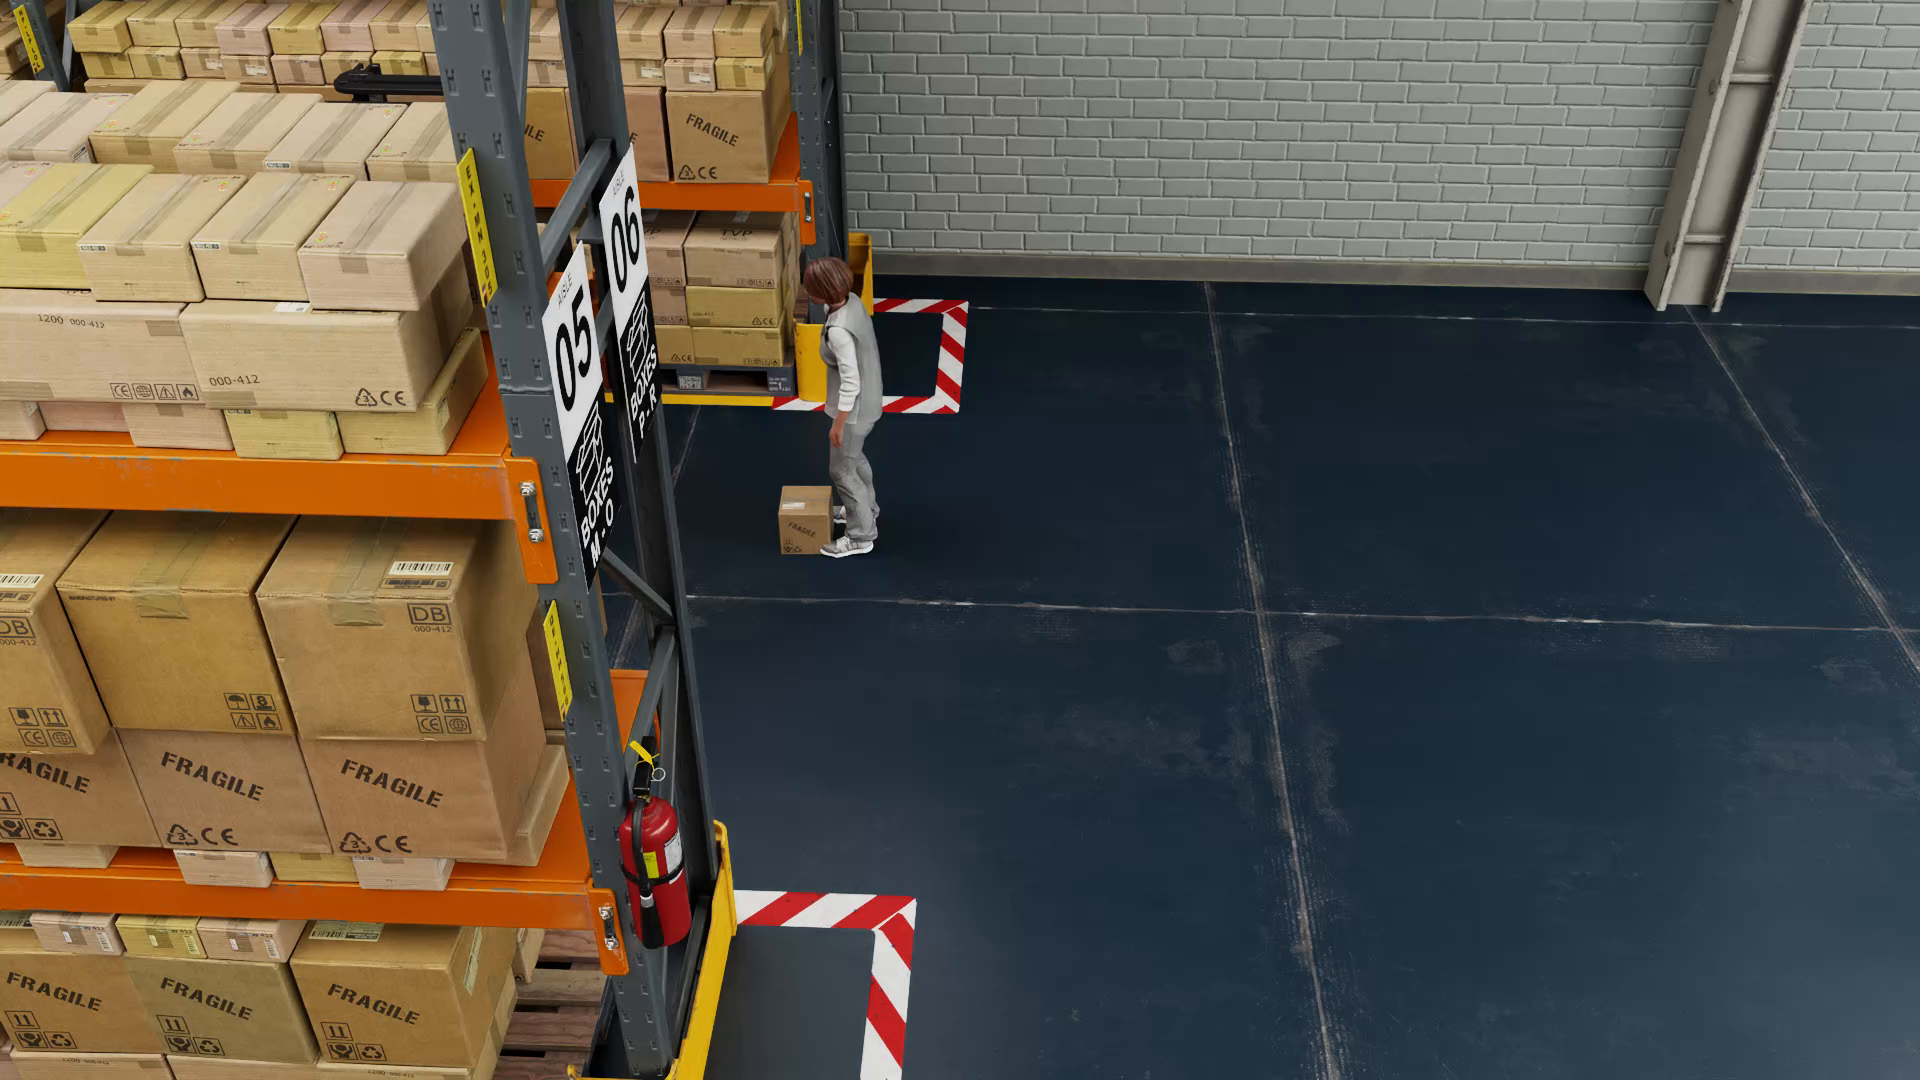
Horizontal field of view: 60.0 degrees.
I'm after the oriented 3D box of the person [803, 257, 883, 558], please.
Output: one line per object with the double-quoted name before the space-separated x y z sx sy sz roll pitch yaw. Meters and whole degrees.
"person" -0.540 -0.640 7.997 0.344 1.593 0.480 0 36 0
